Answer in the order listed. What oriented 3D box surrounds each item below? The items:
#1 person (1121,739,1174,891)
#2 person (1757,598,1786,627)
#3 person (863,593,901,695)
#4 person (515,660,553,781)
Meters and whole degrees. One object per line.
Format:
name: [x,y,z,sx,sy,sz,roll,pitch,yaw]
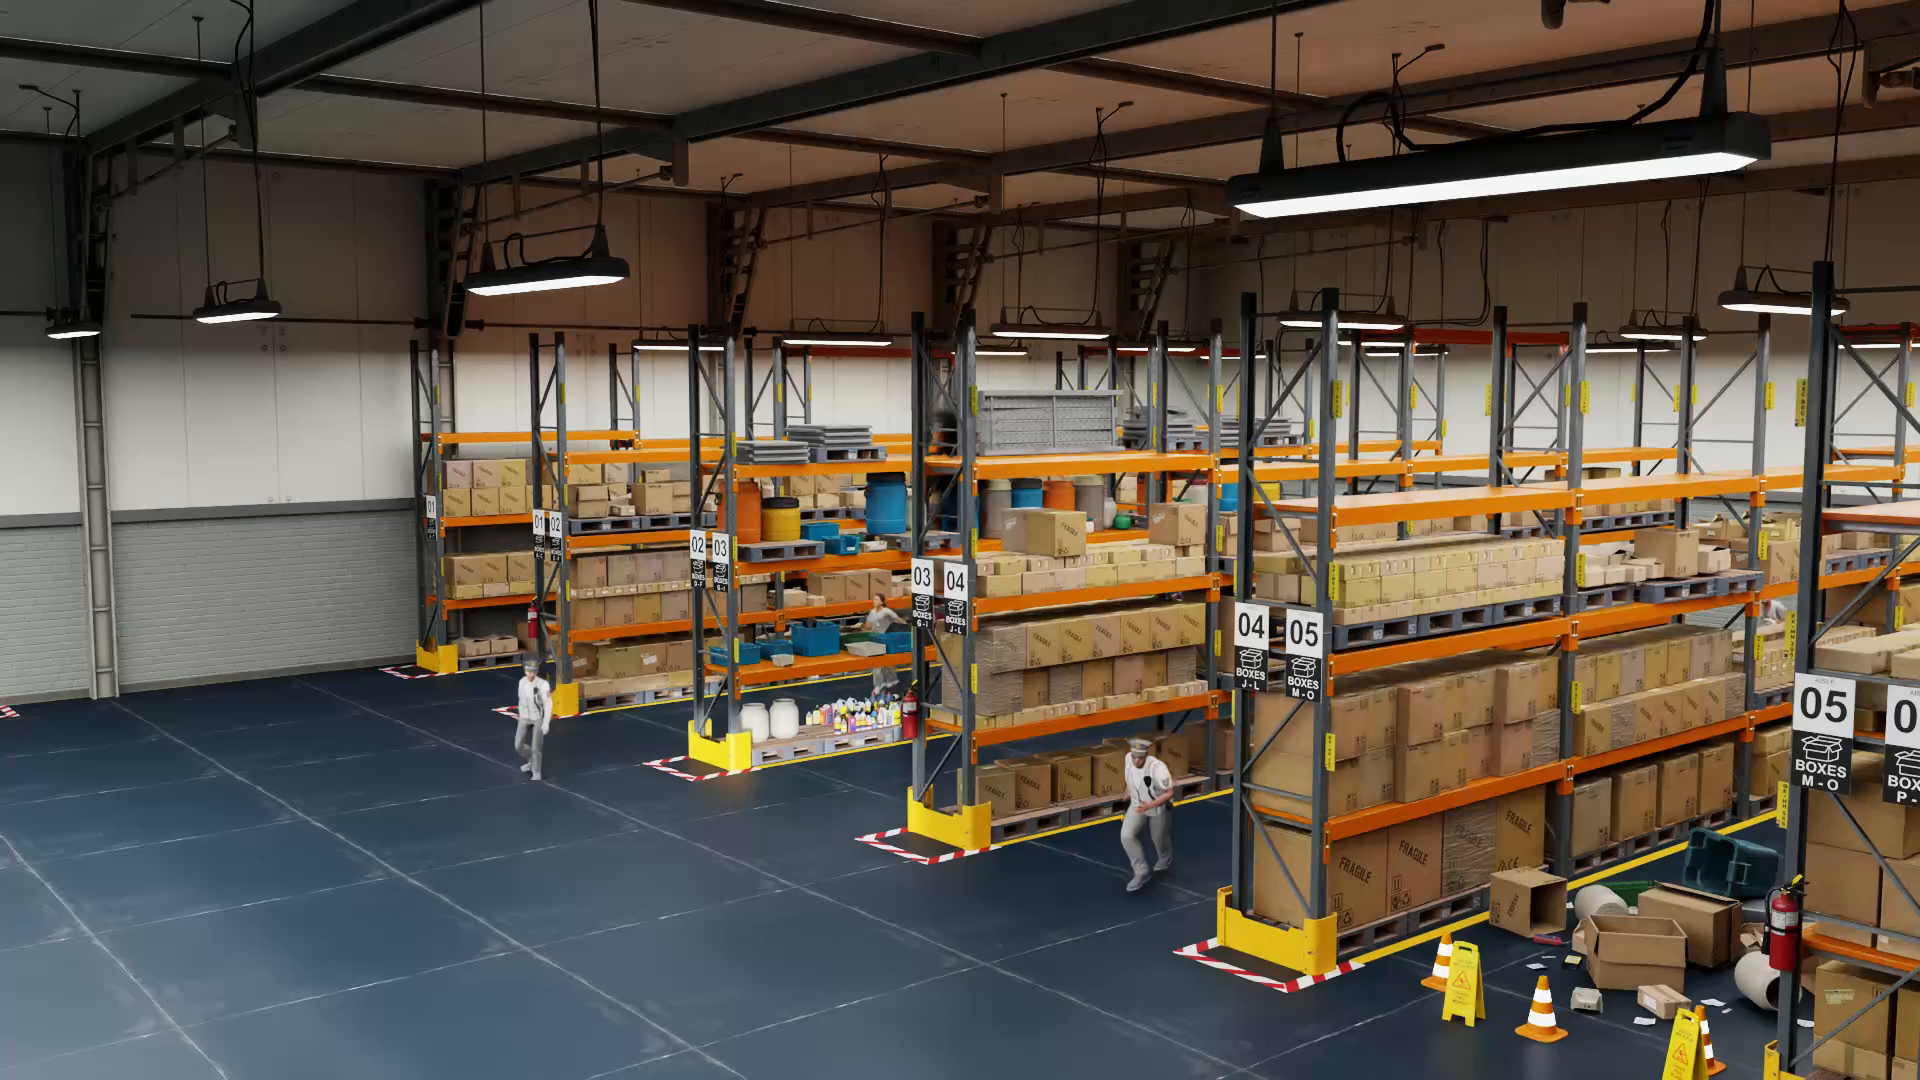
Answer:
person: [1.987,2.775,17.224,0.687,1.586,1.074,3,6,32]
person: [14.236,1.656,29.202,0.996,1.687,0.699,-4,7,-40]
person: [-1.330,1.742,28.037,0.817,1.713,0.513,-5,7,-44]
person: [-5.575,2.351,21.765,0.633,1.630,0.545,2,6,16]
